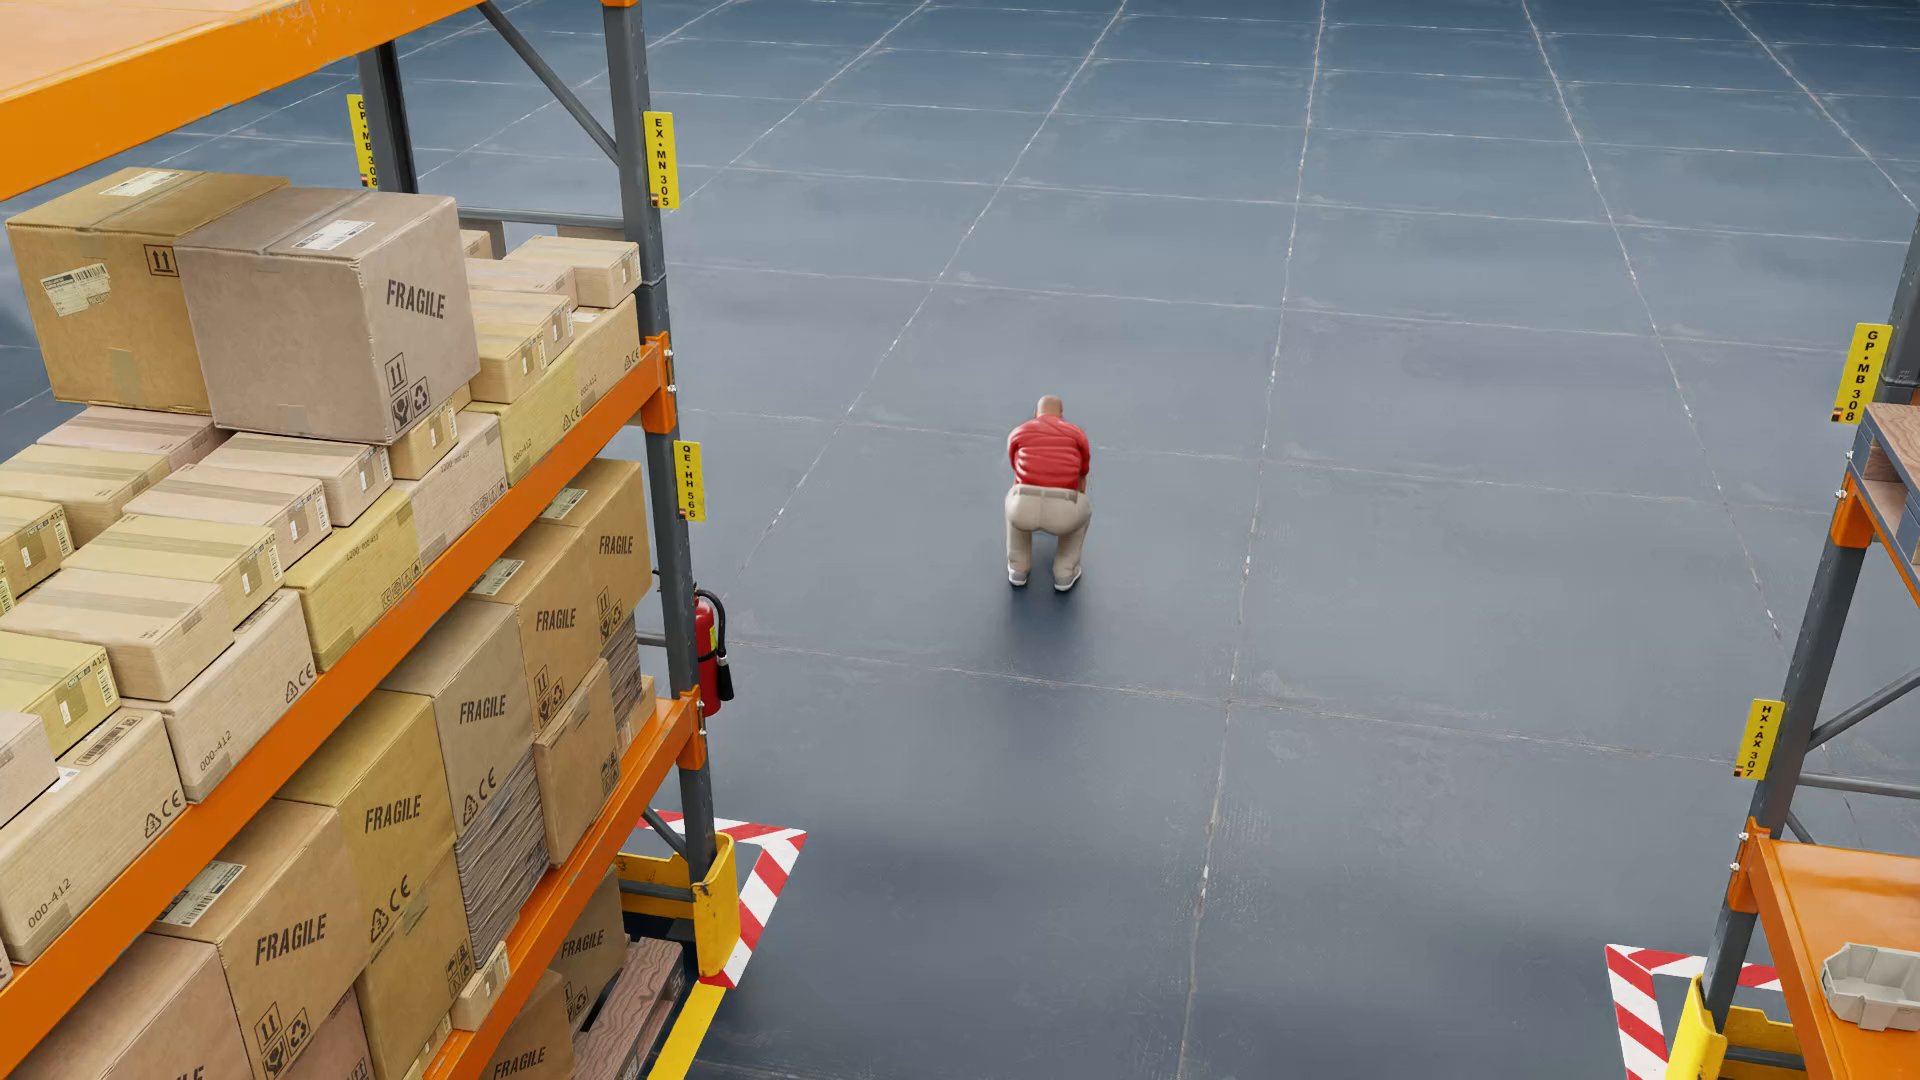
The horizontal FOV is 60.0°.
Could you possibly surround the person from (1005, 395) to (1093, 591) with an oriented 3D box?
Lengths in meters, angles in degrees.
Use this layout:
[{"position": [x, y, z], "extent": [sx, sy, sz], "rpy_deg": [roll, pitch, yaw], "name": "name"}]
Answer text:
[{"position": [0.523, -0.268, 9.920], "extent": [0.532, 0.983, 0.894], "rpy_deg": [5, 29, 9], "name": "person"}]
